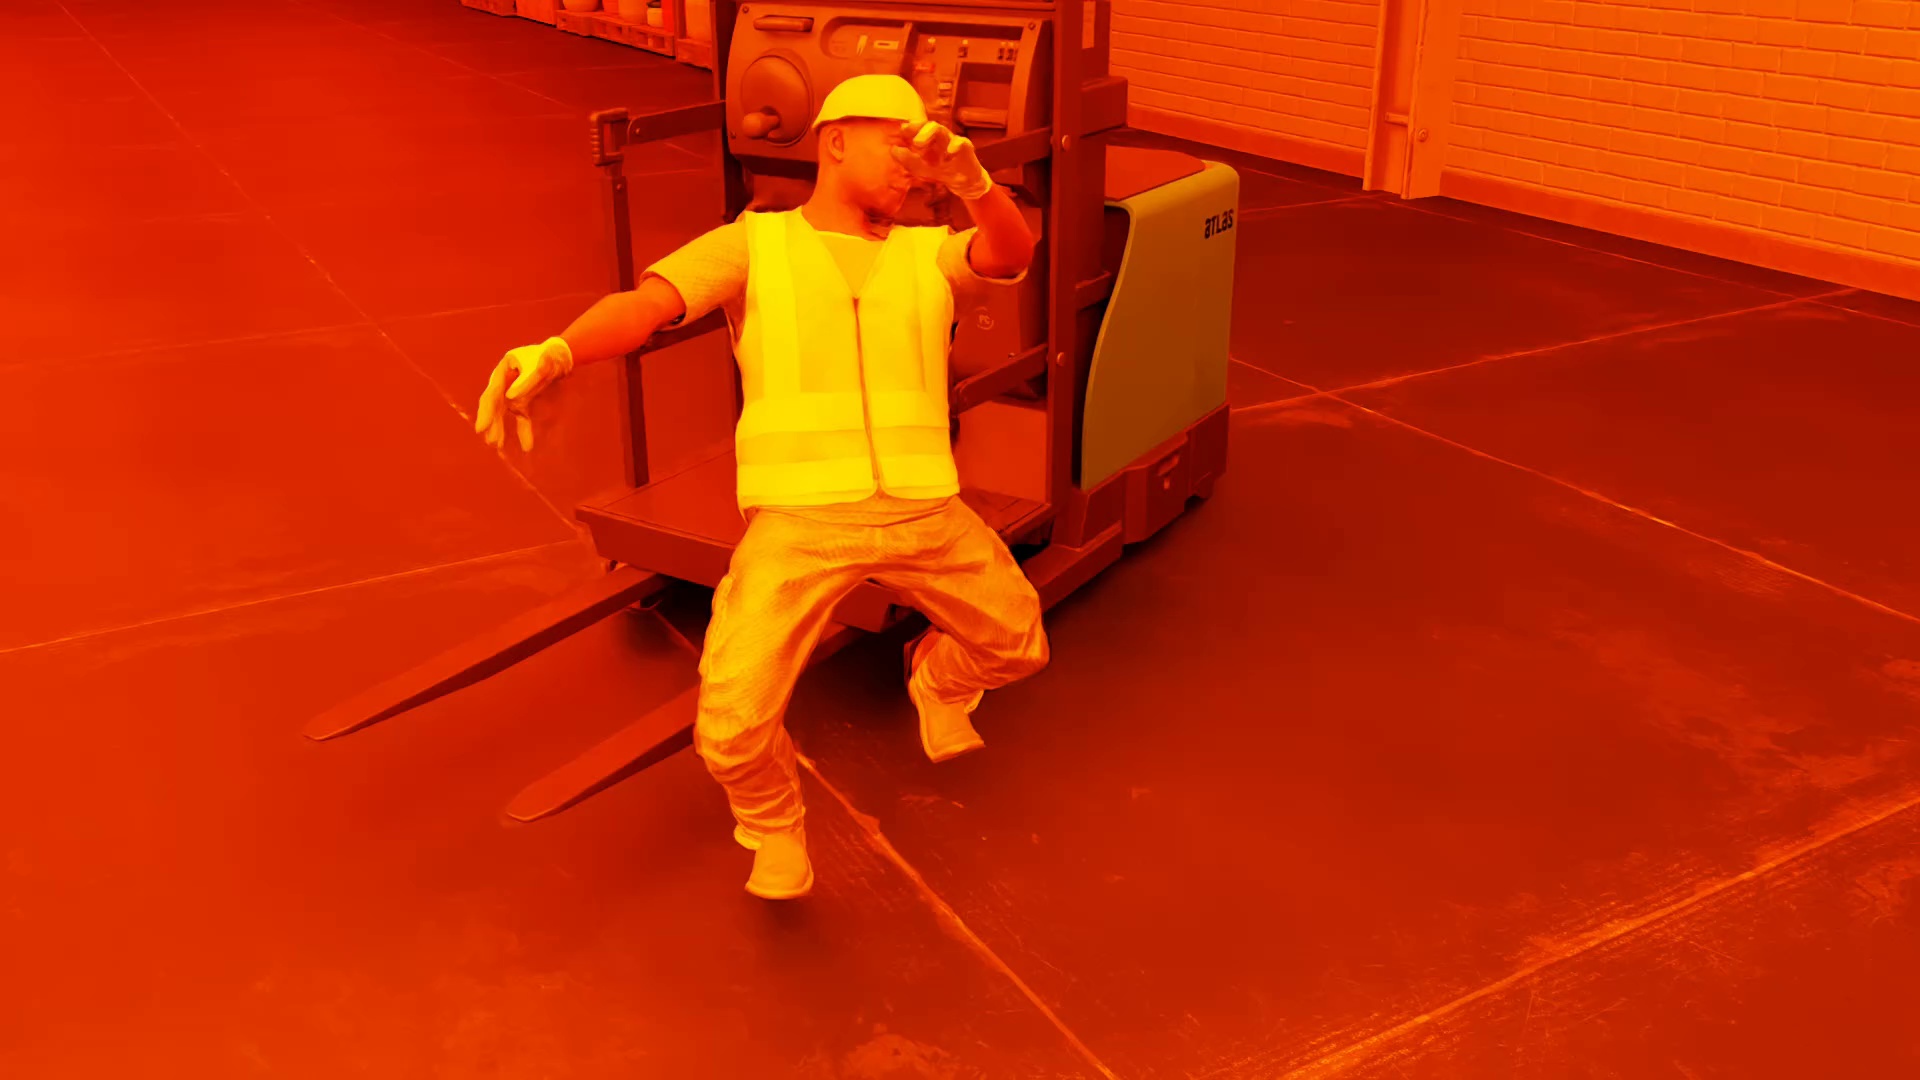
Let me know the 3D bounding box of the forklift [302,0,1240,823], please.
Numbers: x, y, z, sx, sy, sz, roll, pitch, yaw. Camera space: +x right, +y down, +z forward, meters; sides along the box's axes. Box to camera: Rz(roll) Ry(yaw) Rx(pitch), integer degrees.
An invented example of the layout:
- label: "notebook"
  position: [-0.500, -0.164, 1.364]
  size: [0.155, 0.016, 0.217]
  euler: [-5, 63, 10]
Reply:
- label: "forklift"
  position: [-0.323, -1.159, 4.099]
  size: [1.130, 2.935, 3.031]
  euler: [13, 26, 29]

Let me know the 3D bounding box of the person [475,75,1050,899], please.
- label: "person"
  position: [-0.332, -0.044, 3.101]
  size: [1.107, 1.506, 0.739]
  euler: [-11, 25, -25]
